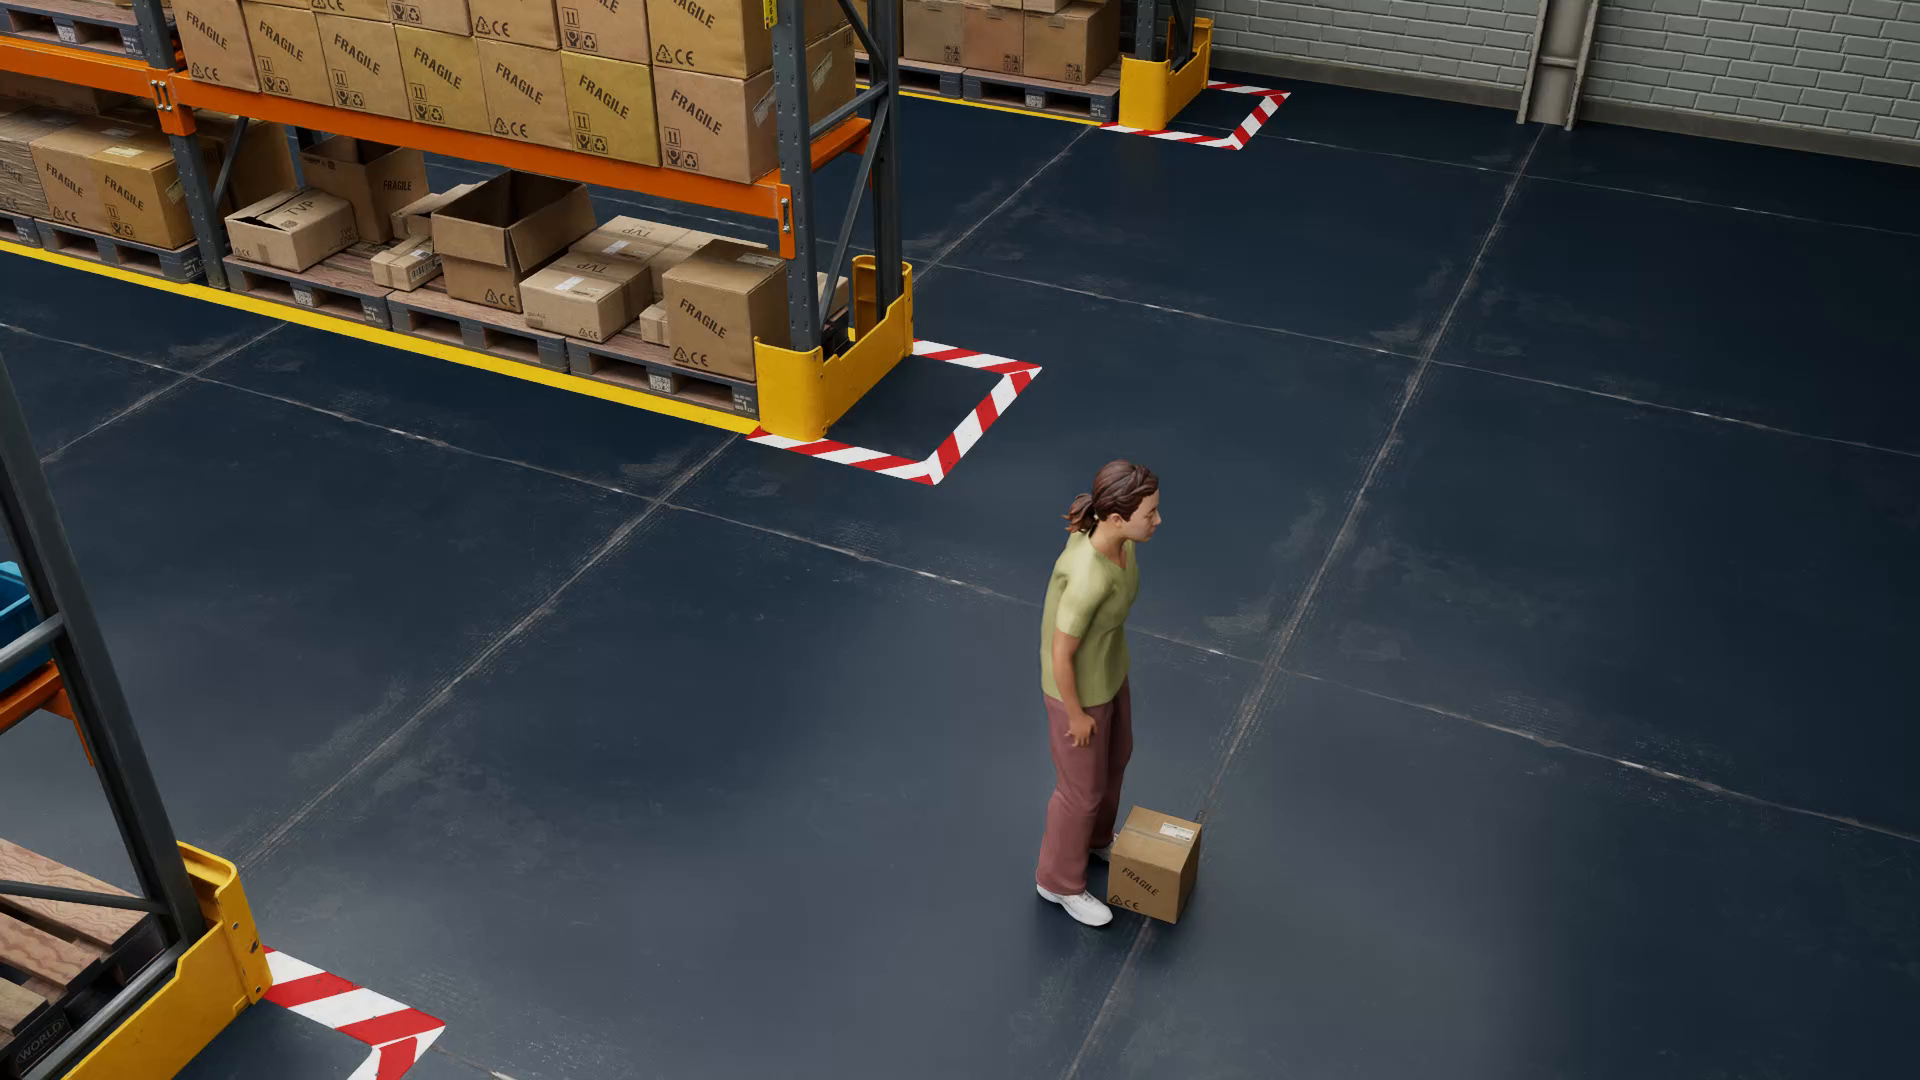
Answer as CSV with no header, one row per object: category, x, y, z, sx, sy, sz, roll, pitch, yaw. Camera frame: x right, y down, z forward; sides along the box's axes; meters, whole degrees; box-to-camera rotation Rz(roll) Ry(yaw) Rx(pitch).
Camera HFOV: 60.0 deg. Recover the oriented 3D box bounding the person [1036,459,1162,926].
person,0.449,0.473,5.437,0.359,1.672,0.521,12,36,18
